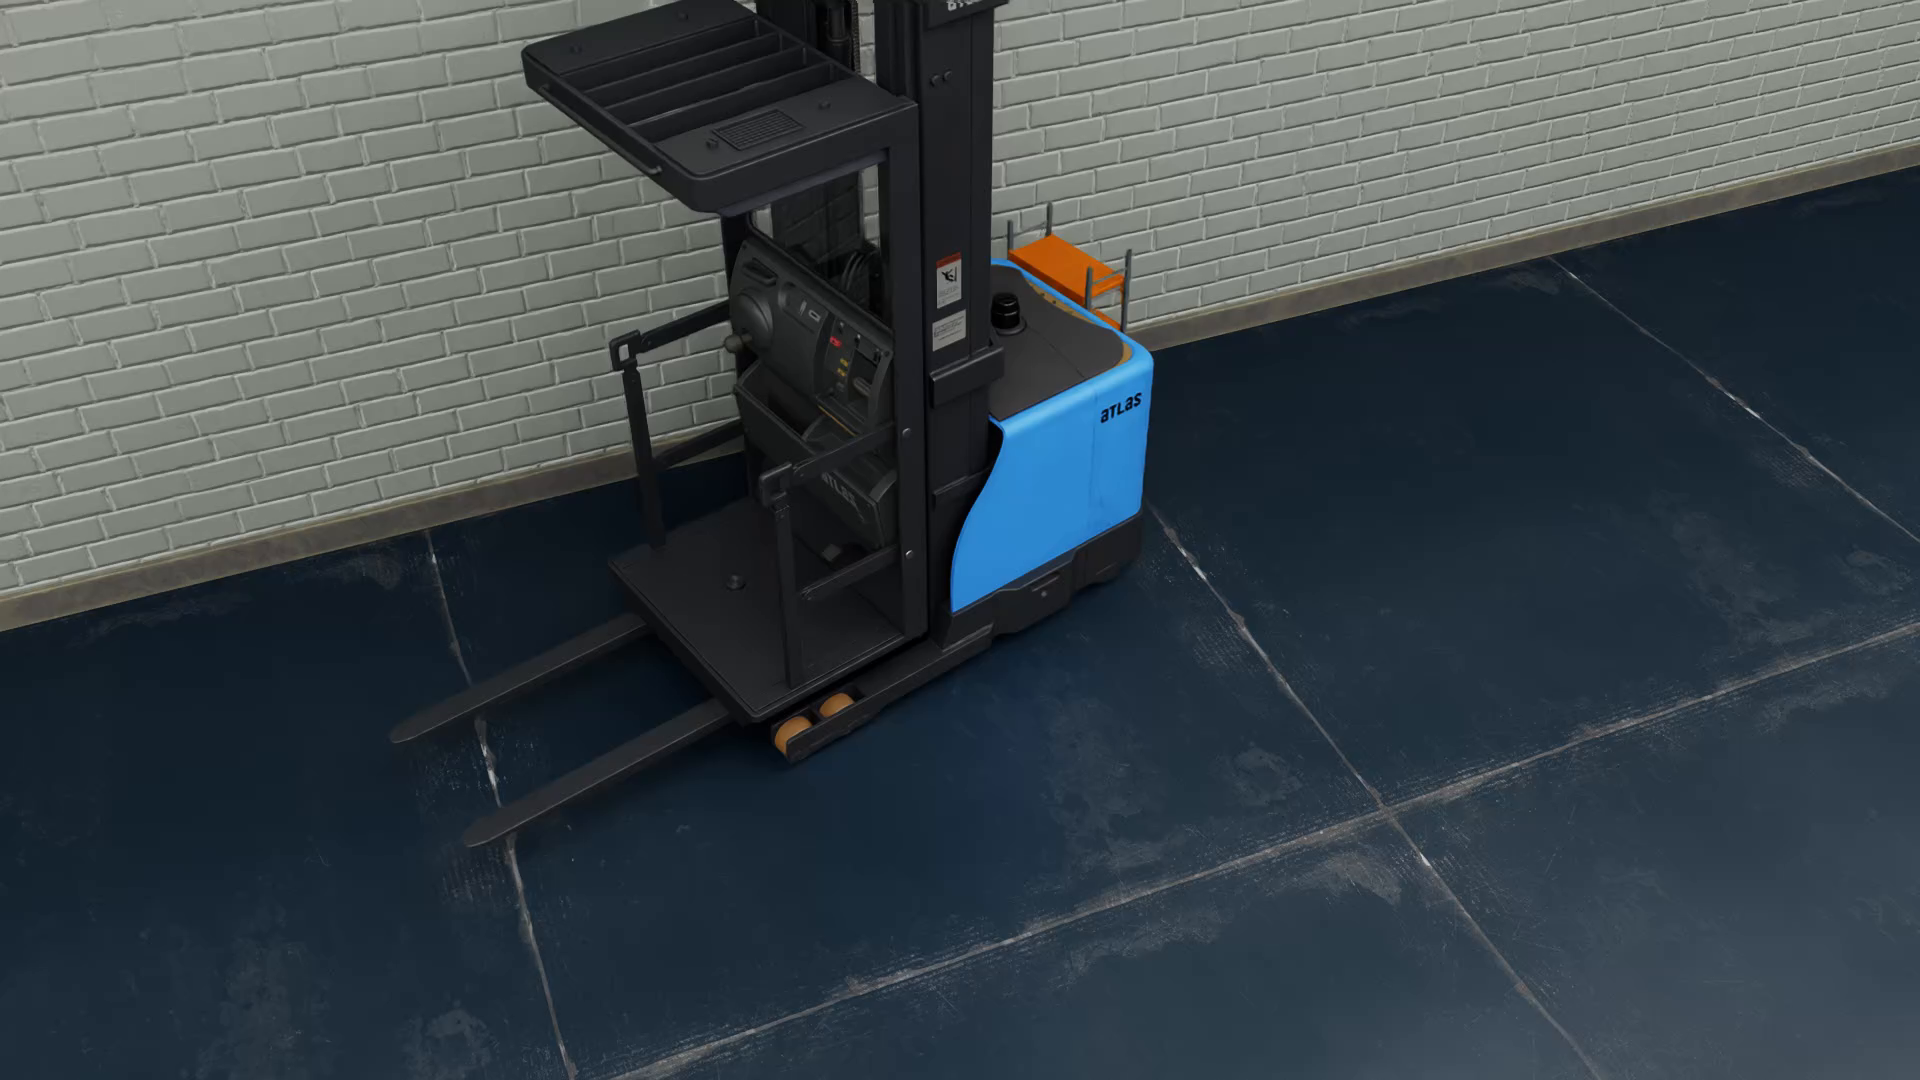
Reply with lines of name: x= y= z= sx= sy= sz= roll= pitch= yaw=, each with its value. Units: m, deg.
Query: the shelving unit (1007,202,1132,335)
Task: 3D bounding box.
shelving unit: x=0.452 y=-0.807 z=7.268 sx=0.258 sy=1.200 sz=0.503 roll=-28 pitch=48 yaw=-29

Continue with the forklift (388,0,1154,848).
forklift: x=-0.700 y=-0.671 z=5.782 sx=3.031 sy=2.935 sz=1.130 roll=-27 pitch=48 yaw=-28

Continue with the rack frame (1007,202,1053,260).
rack frame: x=0.297 y=-0.930 z=7.411 sx=0.240 sy=1.200 sz=0.015 roll=-28 pitch=48 yaw=-29

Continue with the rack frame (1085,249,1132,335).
rack frame: x=0.606 y=-0.684 z=7.125 sx=0.240 sy=1.200 sz=0.015 roll=-28 pitch=48 yaw=-29

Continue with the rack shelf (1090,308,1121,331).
rack shelf: x=0.452 y=-0.925 z=7.166 sx=0.258 sy=0.148 sz=0.480 roll=-28 pitch=48 yaw=-29

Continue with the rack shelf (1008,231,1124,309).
rack shelf: x=0.452 y=-1.105 z=7.012 sx=0.258 sy=0.148 sz=0.480 roll=-28 pitch=48 yaw=-29
